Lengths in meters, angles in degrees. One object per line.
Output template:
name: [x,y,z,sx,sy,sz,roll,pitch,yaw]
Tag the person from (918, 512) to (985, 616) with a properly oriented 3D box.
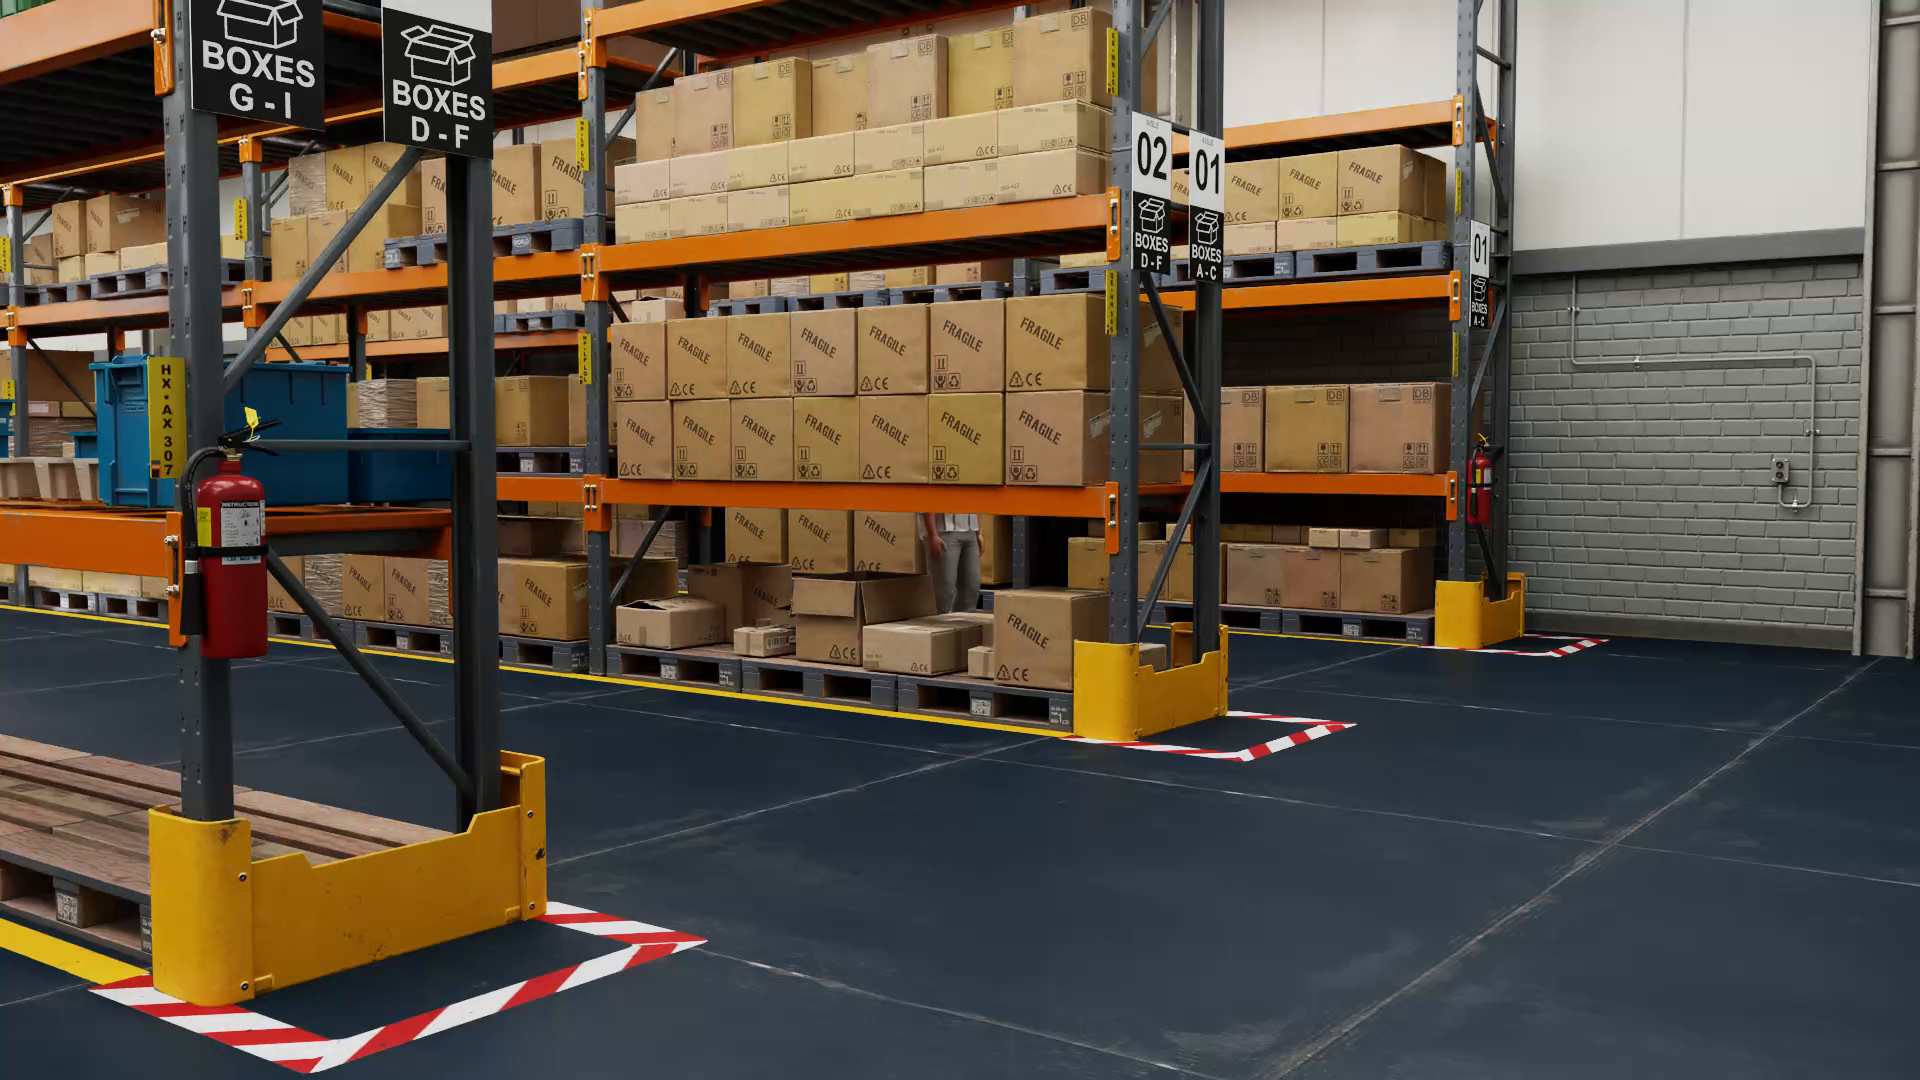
person: [-0.052,-0.021,11.716,0.435,1.748,0.590,3,4,39]
